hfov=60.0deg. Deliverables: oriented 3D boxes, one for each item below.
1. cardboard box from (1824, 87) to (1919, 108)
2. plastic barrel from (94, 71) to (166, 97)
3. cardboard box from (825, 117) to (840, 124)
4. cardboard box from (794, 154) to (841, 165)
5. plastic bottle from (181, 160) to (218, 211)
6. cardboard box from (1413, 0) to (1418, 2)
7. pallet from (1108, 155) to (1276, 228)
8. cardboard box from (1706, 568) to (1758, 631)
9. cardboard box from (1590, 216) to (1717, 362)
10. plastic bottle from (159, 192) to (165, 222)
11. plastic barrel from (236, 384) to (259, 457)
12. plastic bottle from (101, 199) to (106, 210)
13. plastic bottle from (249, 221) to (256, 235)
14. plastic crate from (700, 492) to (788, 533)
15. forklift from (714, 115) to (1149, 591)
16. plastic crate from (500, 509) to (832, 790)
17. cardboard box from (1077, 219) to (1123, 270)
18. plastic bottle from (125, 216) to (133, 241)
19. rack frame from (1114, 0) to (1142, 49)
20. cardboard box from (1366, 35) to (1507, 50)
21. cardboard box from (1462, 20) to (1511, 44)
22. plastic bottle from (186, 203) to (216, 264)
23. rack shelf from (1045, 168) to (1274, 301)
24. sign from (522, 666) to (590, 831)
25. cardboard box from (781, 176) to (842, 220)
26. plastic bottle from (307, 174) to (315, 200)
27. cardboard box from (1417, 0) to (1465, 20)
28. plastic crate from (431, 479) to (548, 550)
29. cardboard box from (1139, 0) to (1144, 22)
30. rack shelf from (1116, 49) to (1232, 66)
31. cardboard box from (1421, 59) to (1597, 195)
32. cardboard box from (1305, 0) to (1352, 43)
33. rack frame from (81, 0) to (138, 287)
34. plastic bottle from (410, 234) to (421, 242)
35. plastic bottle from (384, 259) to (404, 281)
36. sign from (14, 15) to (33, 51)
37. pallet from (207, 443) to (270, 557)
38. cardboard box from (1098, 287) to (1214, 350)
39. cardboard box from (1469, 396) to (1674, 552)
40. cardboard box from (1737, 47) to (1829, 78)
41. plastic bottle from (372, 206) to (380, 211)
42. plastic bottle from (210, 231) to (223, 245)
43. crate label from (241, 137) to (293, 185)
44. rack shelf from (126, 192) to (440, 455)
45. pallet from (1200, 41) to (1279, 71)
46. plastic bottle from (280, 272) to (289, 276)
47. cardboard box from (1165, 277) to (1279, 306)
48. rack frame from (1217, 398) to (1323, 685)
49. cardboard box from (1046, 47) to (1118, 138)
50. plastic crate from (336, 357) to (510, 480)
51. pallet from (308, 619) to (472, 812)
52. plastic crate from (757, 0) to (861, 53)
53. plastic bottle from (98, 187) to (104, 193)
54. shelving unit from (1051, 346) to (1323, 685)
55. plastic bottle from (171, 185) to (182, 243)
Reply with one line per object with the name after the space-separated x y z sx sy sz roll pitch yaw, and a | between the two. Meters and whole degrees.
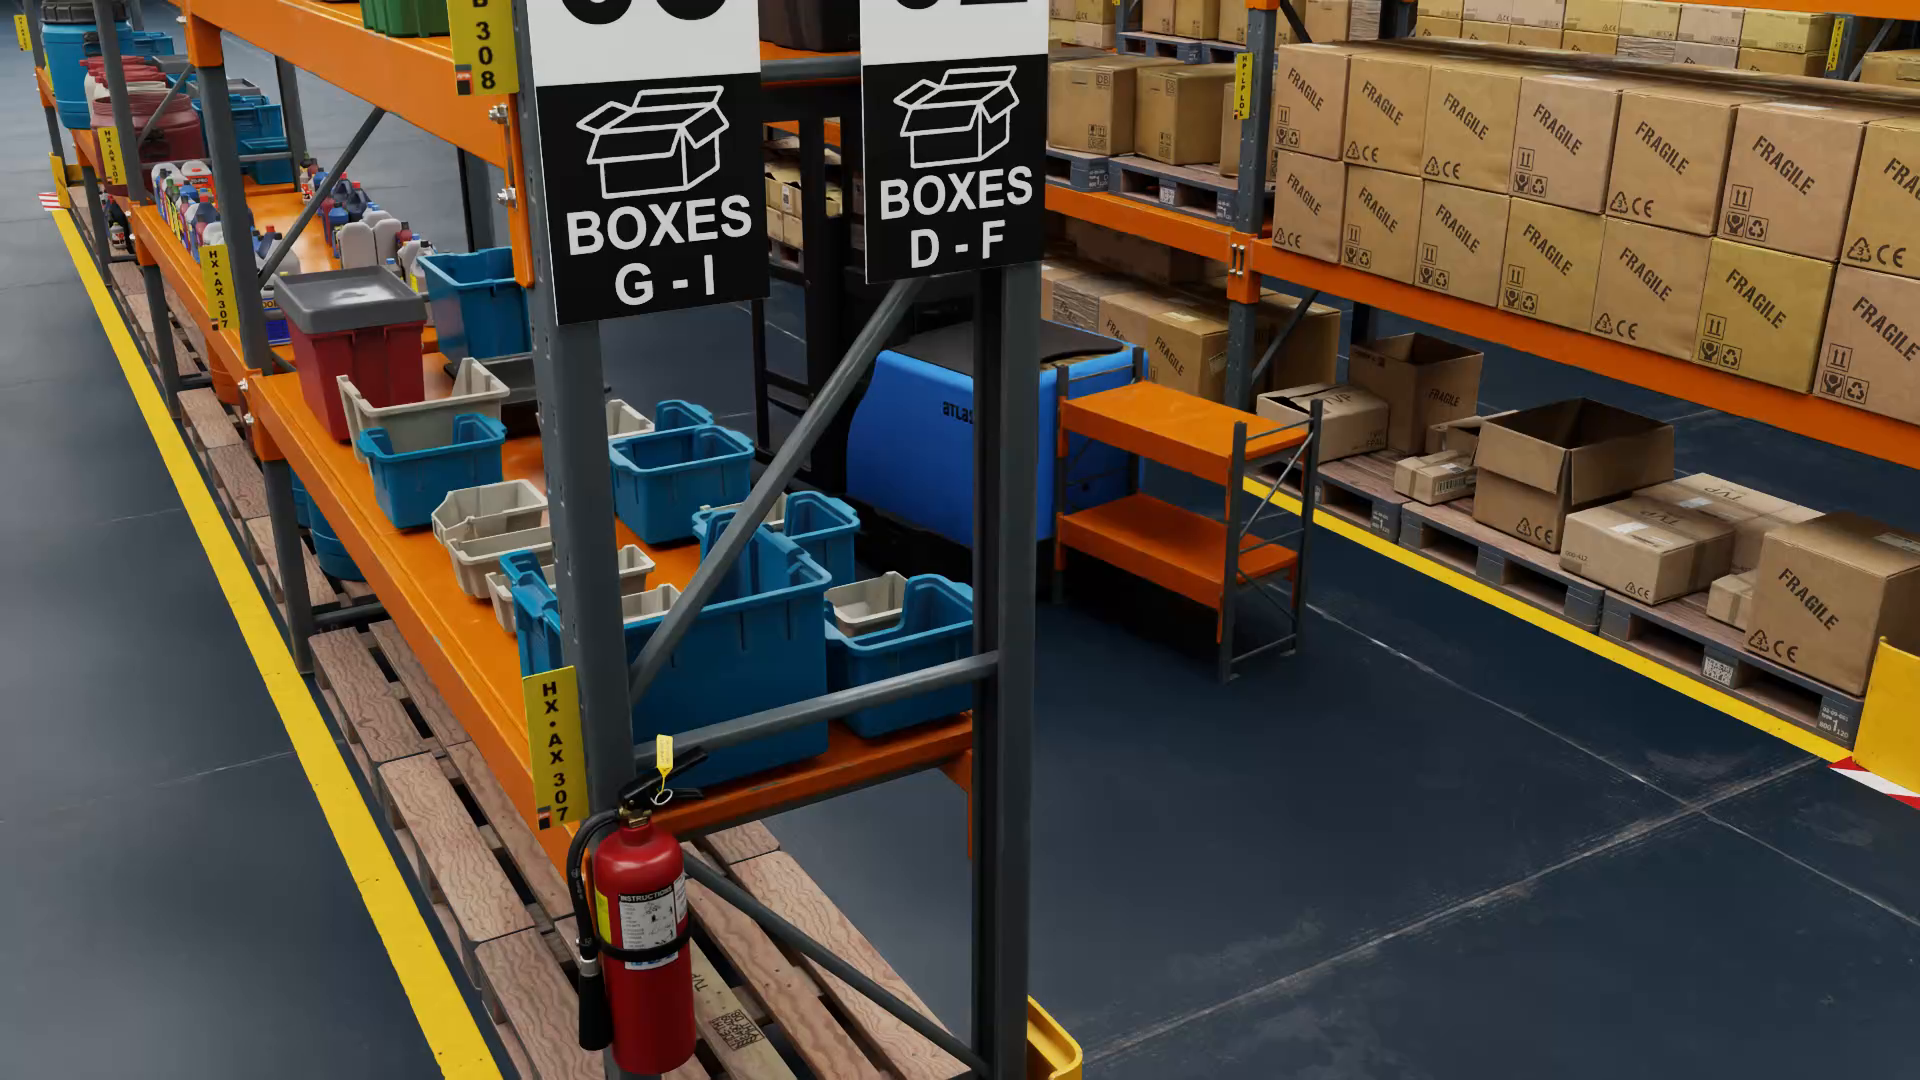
3.690 -1.464 6.468 0.500 0.500 0.500 -12 25 -28 | cardboard box
-5.531 -2.859 11.180 0.433 0.535 0.433 0 22 0 | plastic barrel
-0.820 -3.303 12.789 0.380 0.149 0.250 -13 25 -28 | cardboard box
-1.189 -3.252 14.678 0.500 0.311 0.500 -13 25 -28 | cardboard box
-4.310 -2.000 9.412 0.152 0.276 0.135 -13 25 -28 | plastic bottle
3.932 -4.792 14.540 0.380 0.149 0.250 -17 27 -35 | cardboard box
1.606 -2.078 9.694 1.003 0.211 1.213 -13 25 -28 | pallet
3.344 0.240 6.917 0.380 0.166 0.250 -13 25 -28 | cardboard box
2.982 -1.061 6.805 0.500 0.500 0.500 -12 25 -28 | cardboard box
-4.355 -1.862 9.172 0.097 0.201 0.097 0 22 0 | plastic bottle
-3.542 -0.787 8.909 0.600 0.588 0.708 -13 25 -28 | plastic barrel
-7.221 -2.730 14.068 0.061 0.283 0.133 -11 24 -25 | plastic bottle
-3.353 -1.371 7.873 0.097 0.271 0.097 0 22 0 | plastic bottle
-0.579 -0.029 4.669 0.250 0.136 0.298 -13 25 -28 | plastic crate
-0.458 -1.550 8.233 1.130 2.935 3.031 -18 28 -37 | forklift
-0.629 0.243 3.604 0.616 0.435 0.499 -13 25 -28 | plastic crate
1.115 -1.970 10.913 0.500 0.250 0.500 -13 26 -29 | cardboard box
-6.880 -2.682 13.861 0.144 0.351 0.185 -13 25 -28 | plastic bottle
2.090 -5.431 17.689 1.000 3.000 0.127 -13 25 -28 | rack frame
2.401 -2.283 8.483 0.500 0.500 0.500 -12 25 -28 | cardboard box
4.421 -3.951 13.495 0.500 0.500 0.500 -12 25 -26 | cardboard box
-3.732 -1.522 8.236 0.152 0.276 0.135 -13 25 -28 | plastic bottle
0.898 -2.201 10.698 1.077 0.370 4.000 -13 25 -28 | rack shelf
-0.762 0.395 3.139 0.100 0.325 0.005 -13 25 -28 | sign
-1.129 -2.815 13.604 0.500 0.311 0.500 -13 25 -29 | cardboard box
-3.649 -1.974 9.448 0.097 0.201 0.097 0 22 0 | plastic bottle
4.159 -4.471 13.777 0.500 0.250 0.500 -12 25 -27 | cardboard box
-1.335 -0.050 4.720 0.298 0.136 0.250 -13 25 -28 | plastic crate
2.030 -5.910 18.045 0.500 0.500 0.500 -13 26 -29 | cardboard box
3.112 -4.450 16.231 1.077 0.370 4.000 -13 25 -28 | rack shelf
2.445 -1.856 7.434 0.500 0.500 0.500 -13 26 -30 | cardboard box
3.576 -4.712 15.203 0.700 0.500 0.500 -15 27 -33 | cardboard box
-6.427 -3.525 13.000 1.000 3.000 0.127 -13 25 -28 | rack frame
-2.472 -1.260 7.599 0.097 0.271 0.097 0 22 0 | plastic bottle
-2.534 -1.155 7.433 0.097 0.201 0.097 0 22 0 | plastic bottle
-8.945 -4.844 15.877 0.100 0.325 0.005 -13 25 -28 | sign
-3.326 -0.297 8.761 1.003 0.211 1.213 -13 25 -28 | pallet
1.176 -1.199 10.013 0.500 0.500 0.500 -13 25 -28 | cardboard box
2.884 -0.327 7.864 0.797 0.503 0.637 -13 25 -28 | cardboard box
5.724 -3.135 11.487 0.500 0.500 0.500 -13 26 -29 | cardboard box
-2.876 -1.516 8.230 0.097 0.271 0.097 0 22 0 | plastic bottle
-3.332 -1.268 7.613 0.152 0.276 0.135 -13 25 -28 | plastic bottle
-4.276 -2.361 10.359 0.303 0.233 0.416 -13 25 -28 | crate label
-3.362 -1.249 8.357 1.077 0.370 4.000 -13 25 -28 | rack shelf
3.087 -4.680 16.096 1.003 0.211 1.213 -13 25 -28 | pallet
-2.908 -1.057 7.192 0.097 0.201 0.097 0 22 0 | plastic bottle
1.600 -1.307 10.278 0.500 0.500 0.500 -12 25 -27 | cardboard box
1.265 0.011 6.791 0.500 1.125 0.032 -17 28 -36 | rack frame
0.598 -2.908 10.791 0.700 0.500 0.500 -8 23 -18 | cardboard box
-1.719 -0.379 5.337 0.437 0.282 0.530 -13 25 -28 | plastic crate
-1.931 0.587 6.587 1.003 0.211 1.213 -13 25 -28 | pallet
-0.254 -1.148 3.342 0.497 0.269 0.590 -13 25 -28 | plastic crate
-7.637 -3.002 14.753 0.097 0.271 0.097 0 22 0 | plastic bottle
0.943 -0.137 7.156 0.538 1.125 1.048 -17 28 -36 | shelving unit
-4.057 -1.697 8.659 0.061 0.283 0.133 -13 25 -28 | plastic bottle
